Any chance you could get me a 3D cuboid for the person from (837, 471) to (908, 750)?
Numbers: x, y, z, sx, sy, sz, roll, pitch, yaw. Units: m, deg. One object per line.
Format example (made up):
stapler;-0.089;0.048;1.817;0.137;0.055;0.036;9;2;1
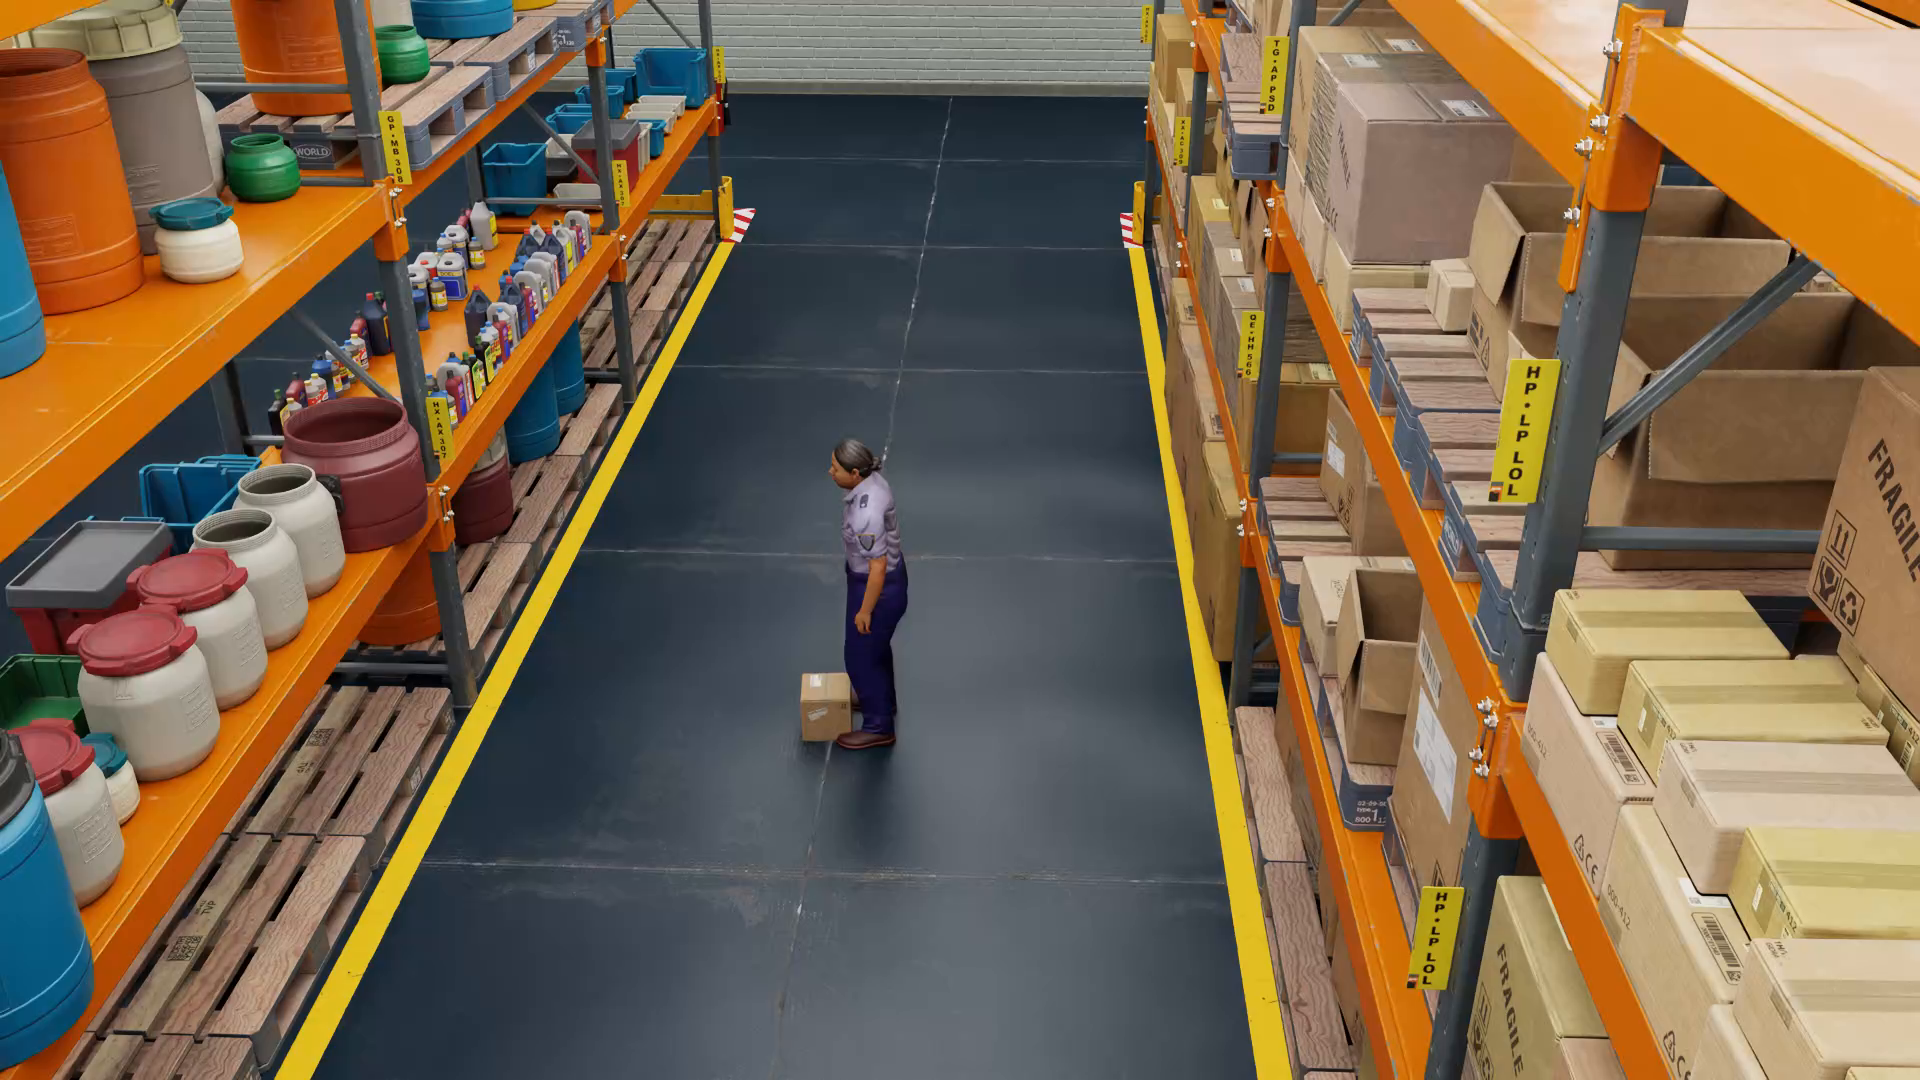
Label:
person;-0.460;0.314;8.229;0.339;1.476;0.549;-1;28;-1
